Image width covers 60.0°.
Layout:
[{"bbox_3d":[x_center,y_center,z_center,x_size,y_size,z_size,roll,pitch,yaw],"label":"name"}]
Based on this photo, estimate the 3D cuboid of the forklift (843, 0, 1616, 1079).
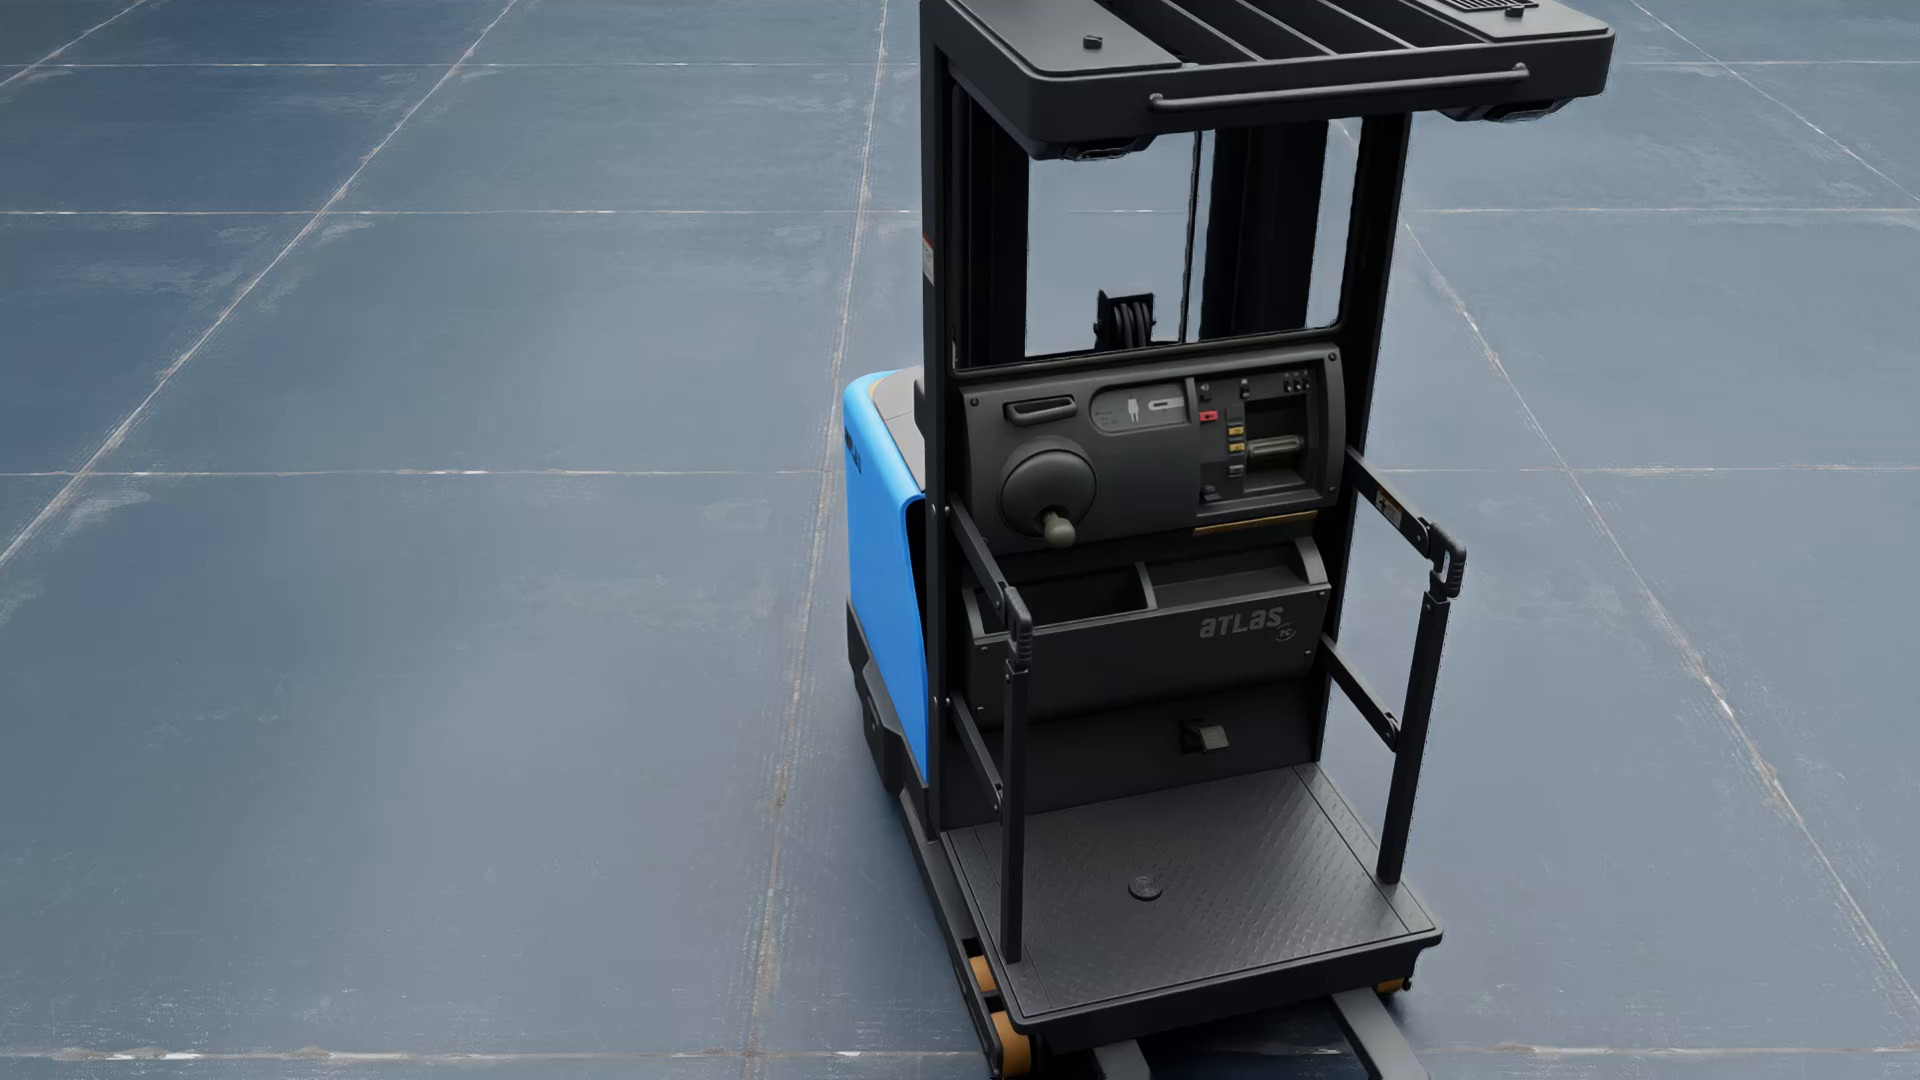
[{"bbox_3d":[0.523,-0.164,3.694,1.130,2.935,3.031,-8,32,-13],"label":"forklift"}]
